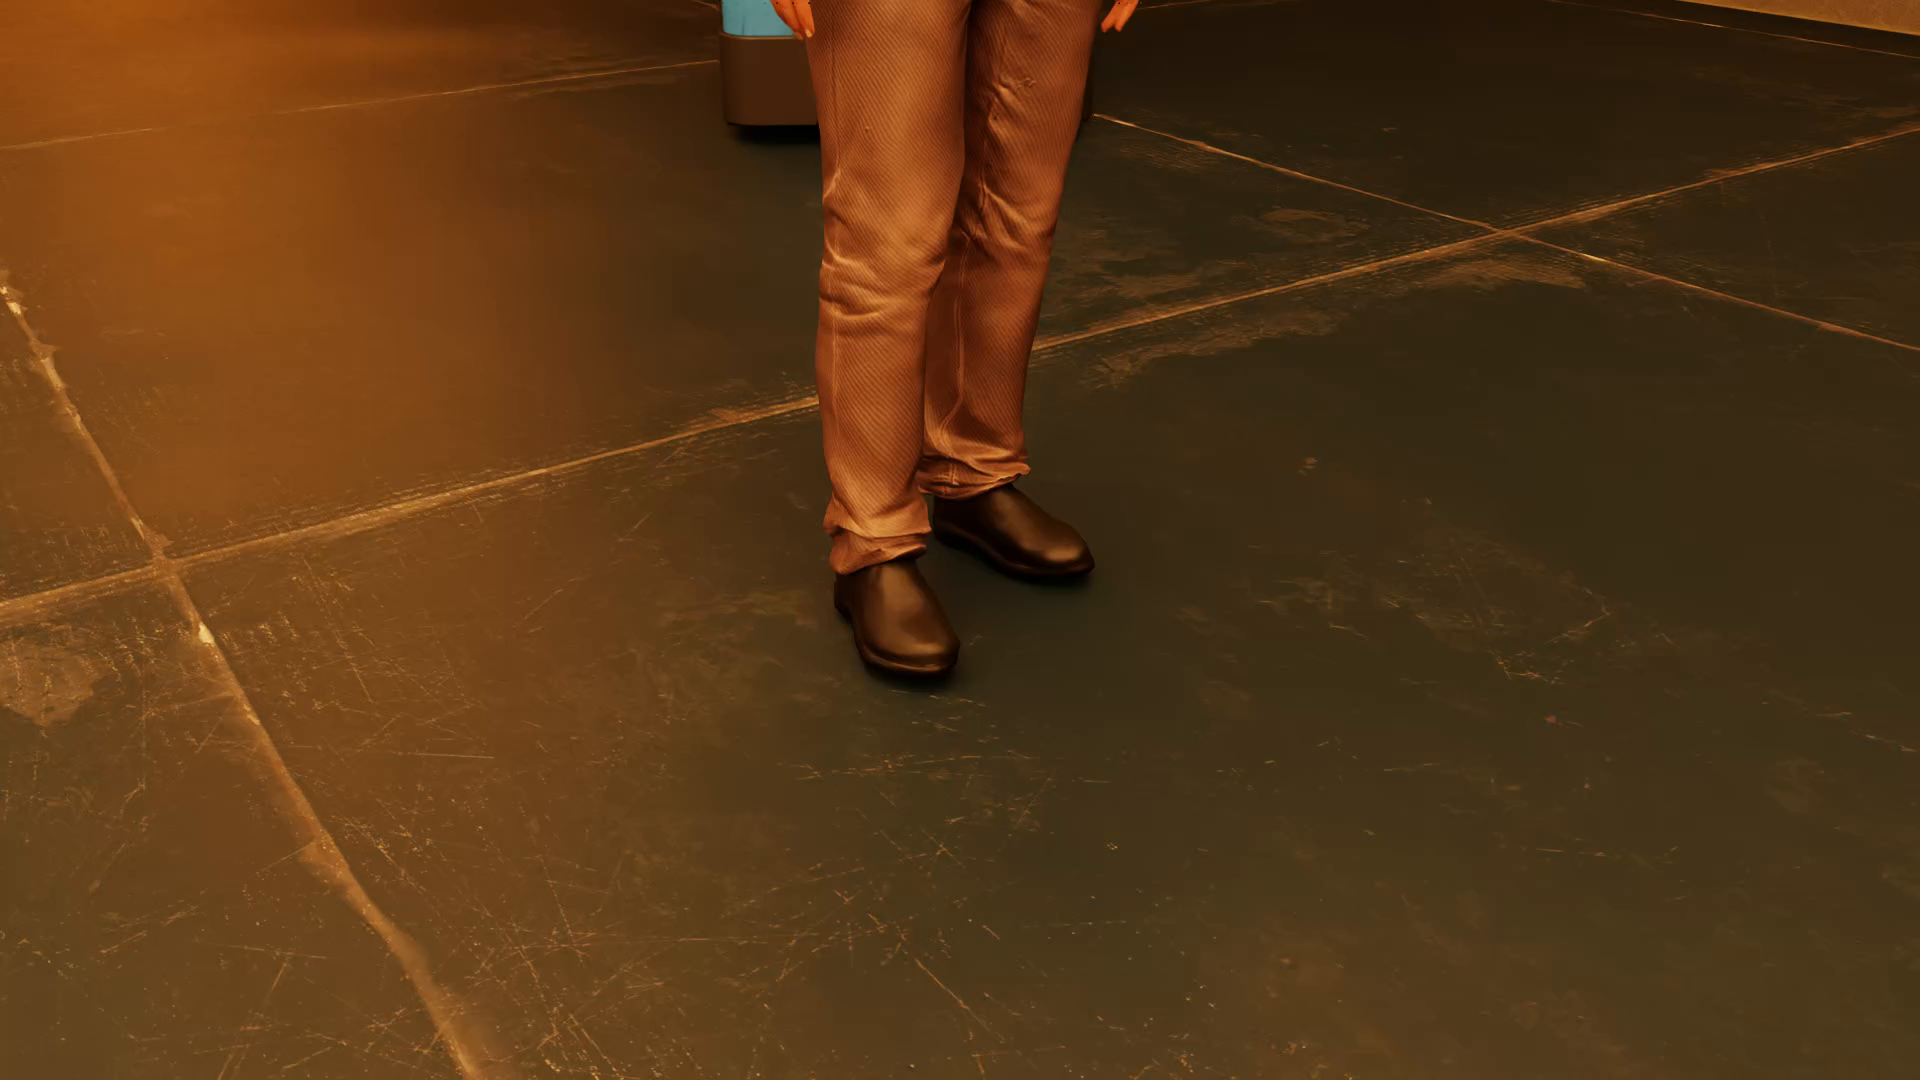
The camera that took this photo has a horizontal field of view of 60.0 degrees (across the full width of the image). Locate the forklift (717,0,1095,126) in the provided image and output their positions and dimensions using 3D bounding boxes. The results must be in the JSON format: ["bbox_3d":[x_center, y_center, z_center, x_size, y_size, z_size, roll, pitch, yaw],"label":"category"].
[{"bbox_3d":[-0.205,-3.088,5.388,1.130,2.935,3.031,-1,27,-2],"label":"forklift"}]

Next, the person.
[{"bbox_3d":[0.030,-0.750,2.061,0.633,1.722,0.566,-17,31,-31],"label":"person"}]
